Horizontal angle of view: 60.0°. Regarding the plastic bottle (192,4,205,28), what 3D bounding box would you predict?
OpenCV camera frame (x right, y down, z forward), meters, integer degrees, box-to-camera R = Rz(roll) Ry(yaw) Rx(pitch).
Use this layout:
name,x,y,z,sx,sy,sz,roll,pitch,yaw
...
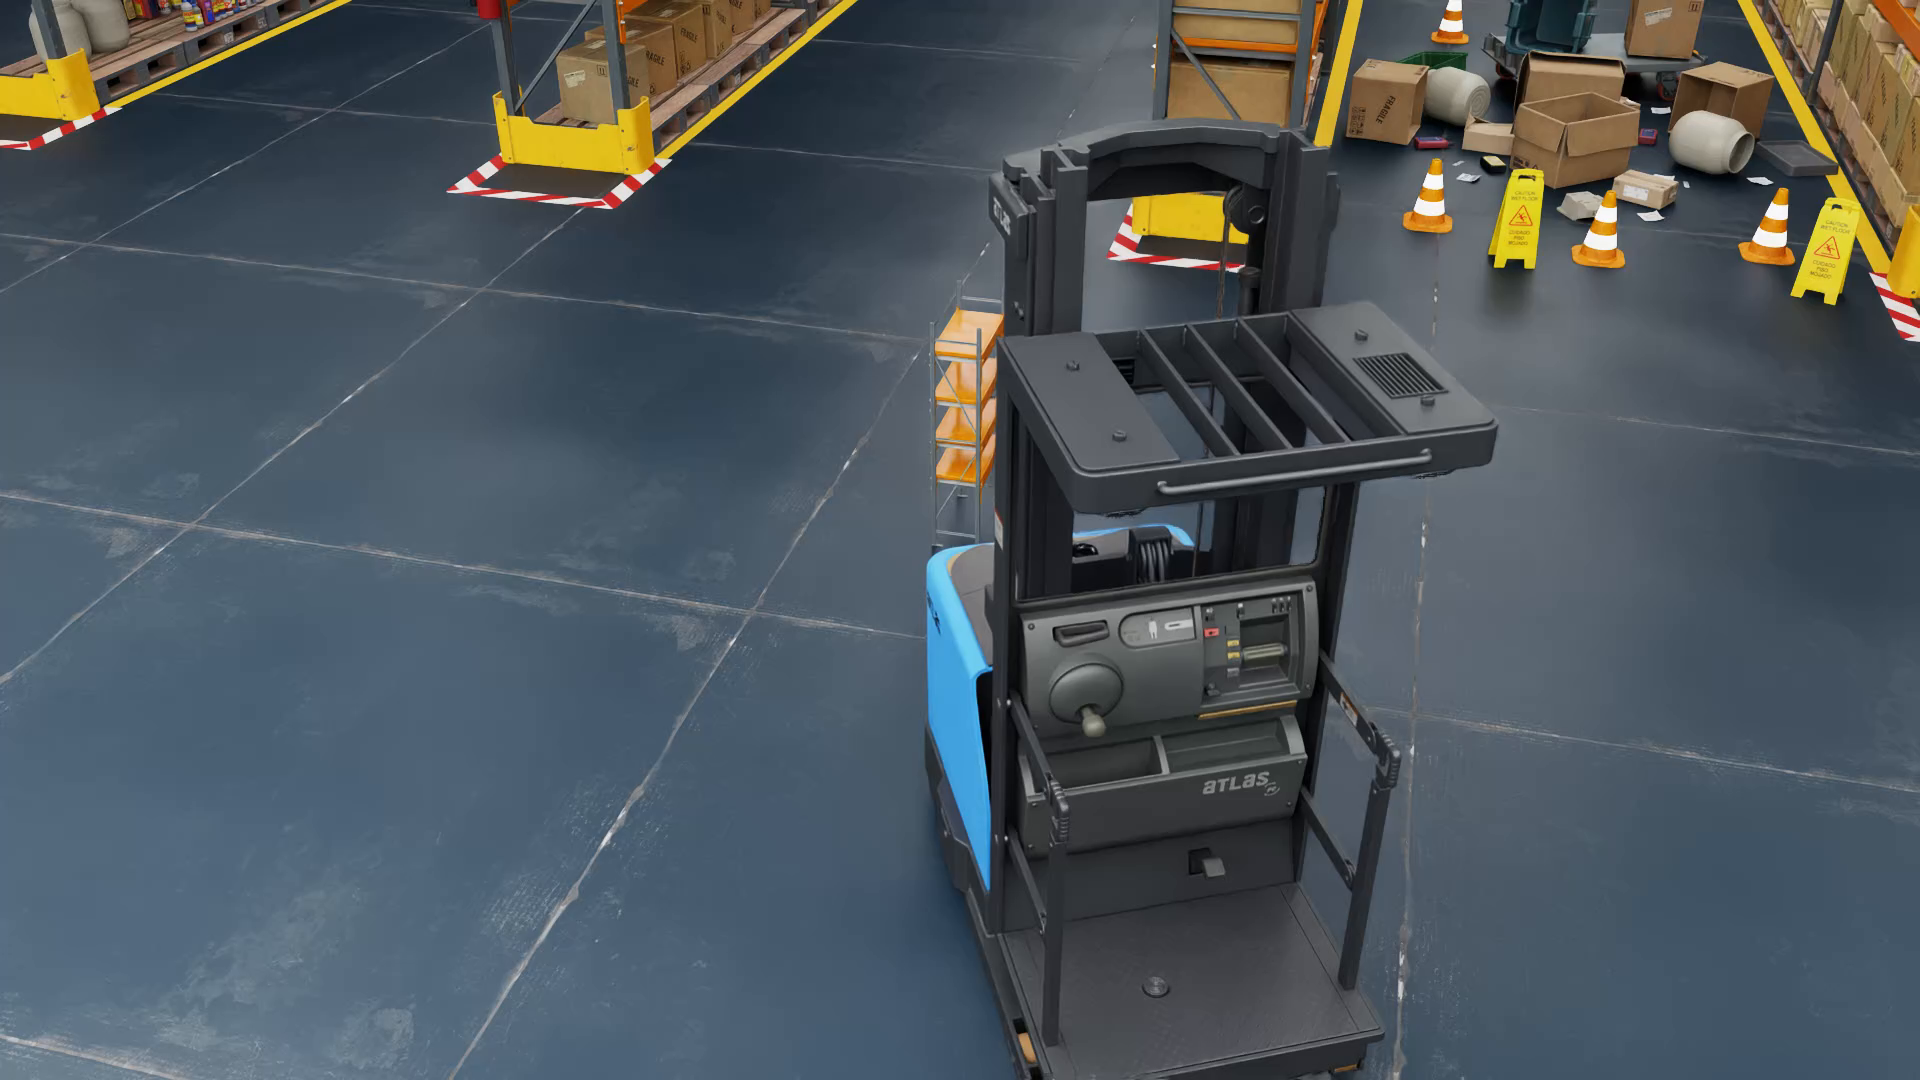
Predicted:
name,x,y,z,sx,sy,sz,roll,pitch,yaw
plastic bottle,-6.971,-4.787,15.182,0.097,0.201,0.097,0,32,0

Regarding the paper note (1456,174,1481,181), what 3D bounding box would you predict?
name,x,y,z,sx,sy,sz,roll,pitch,yaw
paper note,3.833,-2.735,12.525,0.144,0.017,0.142,20,38,29

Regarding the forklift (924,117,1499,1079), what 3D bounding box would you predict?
name,x,y,z,sx,sy,sz,roll,pitch,yaw
forklift,0.696,0.414,4.866,1.130,2.935,3.031,-7,33,-11

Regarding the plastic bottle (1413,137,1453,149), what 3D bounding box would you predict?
name,x,y,z,sx,sy,sz,roll,pitch,yaw
plastic bottle,3.739,-3.135,13.125,0.283,0.061,0.133,-3,33,-4

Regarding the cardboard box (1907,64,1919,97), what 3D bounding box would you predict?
name,x,y,z,sx,sy,sz,roll,pitch,yaw
cardboard box,6.597,-3.064,11.142,0.380,0.149,0.250,9,34,14

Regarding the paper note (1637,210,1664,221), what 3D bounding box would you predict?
name,x,y,z,sx,sy,sz,roll,pitch,yaw
paper note,4.932,-2.315,11.862,0.148,0.019,0.142,-3,33,-4

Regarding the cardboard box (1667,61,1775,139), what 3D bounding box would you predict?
name,x,y,z,sx,sy,sz,roll,pitch,yaw
cardboard box,6.044,-3.457,13.220,0.500,0.500,0.500,-21,38,-29

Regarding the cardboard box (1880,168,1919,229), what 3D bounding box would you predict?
name,x,y,z,sx,sy,sz,roll,pitch,yaw
cardboard box,6.568,-2.291,11.230,0.500,0.250,0.500,8,33,12

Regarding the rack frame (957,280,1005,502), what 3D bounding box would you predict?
name,x,y,z,sx,sy,sz,roll,pitch,yaw
rack frame,0.104,-0.719,8.262,0.240,1.200,0.015,8,33,12

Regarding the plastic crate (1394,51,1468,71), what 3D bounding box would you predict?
name,x,y,z,sx,sy,sz,roll,pitch,yaw
plastic crate,4.042,-4.072,14.427,0.662,0.188,0.450,-28,32,-37

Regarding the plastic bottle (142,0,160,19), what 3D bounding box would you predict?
name,x,y,z,sx,sy,sz,roll,pitch,yaw
plastic bottle,-7.523,-4.995,15.432,0.061,0.283,0.133,8,33,12

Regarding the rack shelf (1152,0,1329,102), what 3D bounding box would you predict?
name,x,y,z,sx,sy,sz,roll,pitch,yaw
rack shelf,2.311,-4.162,12.671,1.077,0.370,4.000,8,33,12

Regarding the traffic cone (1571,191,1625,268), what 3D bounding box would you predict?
name,x,y,z,sx,sy,sz,roll,pitch,yaw
traffic cone,4.319,-2.109,11.136,0.336,0.463,0.334,8,33,12

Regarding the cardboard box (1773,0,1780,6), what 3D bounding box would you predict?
name,x,y,z,sx,sy,sz,roll,pitch,yaw
cardboard box,8.315,-5.350,15.927,0.950,0.372,0.625,7,33,11

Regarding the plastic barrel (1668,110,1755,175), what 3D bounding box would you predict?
name,x,y,z,sx,sy,sz,roll,pitch,yaw
plastic barrel,5.677,-2.997,12.569,0.421,0.421,0.512,-21,38,-29

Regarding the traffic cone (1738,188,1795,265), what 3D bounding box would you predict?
name,x,y,z,sx,sy,sz,roll,pitch,yaw
traffic cone,5.479,-2.134,11.176,0.336,0.463,0.334,8,33,12

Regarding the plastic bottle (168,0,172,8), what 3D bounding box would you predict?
name,x,y,z,sx,sy,sz,roll,pitch,yaw
plastic bottle,-7.553,-5.196,15.686,0.144,0.351,0.185,9,34,14

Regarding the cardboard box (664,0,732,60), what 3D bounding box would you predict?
name,x,y,z,sx,sy,sz,roll,pitch,yaw
cardboard box,-2.313,-4.520,14.503,0.500,0.500,0.500,5,33,8

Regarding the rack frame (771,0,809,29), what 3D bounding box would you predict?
name,x,y,z,sx,sy,sz,roll,pitch,yaw
rack frame,-1.953,-6.231,15.255,1.000,3.000,0.127,8,33,12

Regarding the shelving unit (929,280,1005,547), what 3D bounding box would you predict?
name,x,y,z,sx,sy,sz,roll,pitch,yaw
shelving unit,0.042,-0.592,8.063,0.258,1.200,0.503,8,33,12

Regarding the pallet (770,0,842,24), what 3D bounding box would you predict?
name,x,y,z,sx,sy,sz,roll,pitch,yaw
pallet,-1.757,-5.458,16.639,1.003,0.211,1.213,8,33,12

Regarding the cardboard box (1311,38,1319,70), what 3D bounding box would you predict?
name,x,y,z,sx,sy,sz,roll,pitch,yaw
cardboard box,2.592,-4.467,14.070,0.875,0.875,0.875,9,33,13

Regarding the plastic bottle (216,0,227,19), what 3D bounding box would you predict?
name,x,y,z,sx,sy,sz,roll,pitch,yaw
plastic bottle,-6.885,-4.992,15.440,0.097,0.271,0.097,0,32,0

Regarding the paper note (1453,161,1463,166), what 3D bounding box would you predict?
name,x,y,z,sx,sy,sz,roll,pitch,yaw
paper note,3.838,-2.901,12.804,0.032,0.001,0.123,28,42,36

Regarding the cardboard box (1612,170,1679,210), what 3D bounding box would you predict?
name,x,y,z,sx,sy,sz,roll,pitch,yaw
cardboard box,4.996,-2.558,12.135,0.380,0.149,0.250,28,42,36

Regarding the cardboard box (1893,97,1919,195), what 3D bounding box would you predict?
name,x,y,z,sx,sy,sz,roll,pitch,yaw
cardboard box,6.568,-2.591,11.002,0.500,0.500,0.500,8,33,13

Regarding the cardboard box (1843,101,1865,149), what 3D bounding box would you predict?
name,x,y,z,sx,sy,sz,roll,pitch,yaw
cardboard box,6.965,-3.075,12.463,0.500,0.250,0.500,8,33,12

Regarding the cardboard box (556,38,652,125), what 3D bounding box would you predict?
name,x,y,z,sx,sy,sz,roll,pitch,yaw
cardboard box,-2.794,-3.599,13.054,0.500,0.500,0.500,14,35,21

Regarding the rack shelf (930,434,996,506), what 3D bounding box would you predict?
name,x,y,z,sx,sy,sz,roll,pitch,yaw
rack shelf,0.042,-0.368,8.206,0.258,0.148,0.480,8,33,12

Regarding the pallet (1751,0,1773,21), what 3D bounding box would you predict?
name,x,y,z,sx,sy,sz,roll,pitch,yaw
pallet,8.448,-5.375,16.509,1.003,0.211,1.213,8,33,12

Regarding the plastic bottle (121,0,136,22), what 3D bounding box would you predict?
name,x,y,z,sx,sy,sz,roll,pitch,yaw
plastic bottle,-7.705,-4.945,15.354,0.061,0.283,0.133,9,33,14

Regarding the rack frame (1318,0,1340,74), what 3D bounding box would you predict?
name,x,y,z,sx,sy,sz,roll,pitch,yaw
rack frame,2.819,-5.503,14.111,1.000,3.000,0.127,8,33,12

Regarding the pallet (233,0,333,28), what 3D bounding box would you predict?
name,x,y,z,sx,sy,sz,roll,pitch,yaw
pallet,-6.955,-5.386,16.525,1.003,0.211,1.213,8,33,12

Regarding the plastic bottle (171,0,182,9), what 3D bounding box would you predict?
name,x,y,z,sx,sy,sz,roll,pitch,yaw
plastic bottle,-7.425,-5.139,15.736,0.097,0.201,0.097,0,32,0

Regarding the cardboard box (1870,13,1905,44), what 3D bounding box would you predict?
name,x,y,z,sx,sy,sz,roll,pitch,yaw
cardboard box,6.938,-3.756,12.230,0.380,0.149,0.250,10,34,15

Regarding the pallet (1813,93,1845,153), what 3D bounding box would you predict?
name,x,y,z,sx,sy,sz,roll,pitch,yaw
pallet,7.496,-3.352,13.325,1.003,0.211,1.213,8,33,12

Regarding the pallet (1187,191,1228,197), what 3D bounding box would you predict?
name,x,y,z,sx,sy,sz,roll,pitch,yaw
pallet,1.931,-2.676,12.263,1.003,0.211,1.213,8,33,12

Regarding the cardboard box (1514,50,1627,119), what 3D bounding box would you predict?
name,x,y,z,sx,sy,sz,roll,pitch,yaw
cardboard box,4.844,-3.552,13.242,0.797,0.637,0.503,8,33,12

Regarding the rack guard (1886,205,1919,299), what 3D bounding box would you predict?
name,x,y,z,sx,sy,sz,roll,pitch,yaw
rack guard,6.637,-1.791,10.601,1.175,0.500,0.348,8,33,12

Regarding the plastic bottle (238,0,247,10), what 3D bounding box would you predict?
name,x,y,z,sx,sy,sz,roll,pitch,yaw
plastic bottle,-6.808,-5.121,15.707,0.097,0.201,0.097,0,32,0

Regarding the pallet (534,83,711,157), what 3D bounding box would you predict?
name,x,y,z,sx,sy,sz,roll,pitch,yaw
pallet,-2.709,-3.435,13.456,1.003,0.211,1.213,8,33,12

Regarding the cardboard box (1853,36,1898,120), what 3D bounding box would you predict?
name,x,y,z,sx,sy,sz,roll,pitch,yaw
cardboard box,6.964,-3.397,12.271,0.500,0.500,0.500,10,34,15

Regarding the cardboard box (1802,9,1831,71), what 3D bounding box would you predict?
name,x,y,z,sx,sy,sz,roll,pitch,yaw
cardboard box,7.763,-4.223,14.154,0.950,0.372,0.625,8,33,13
